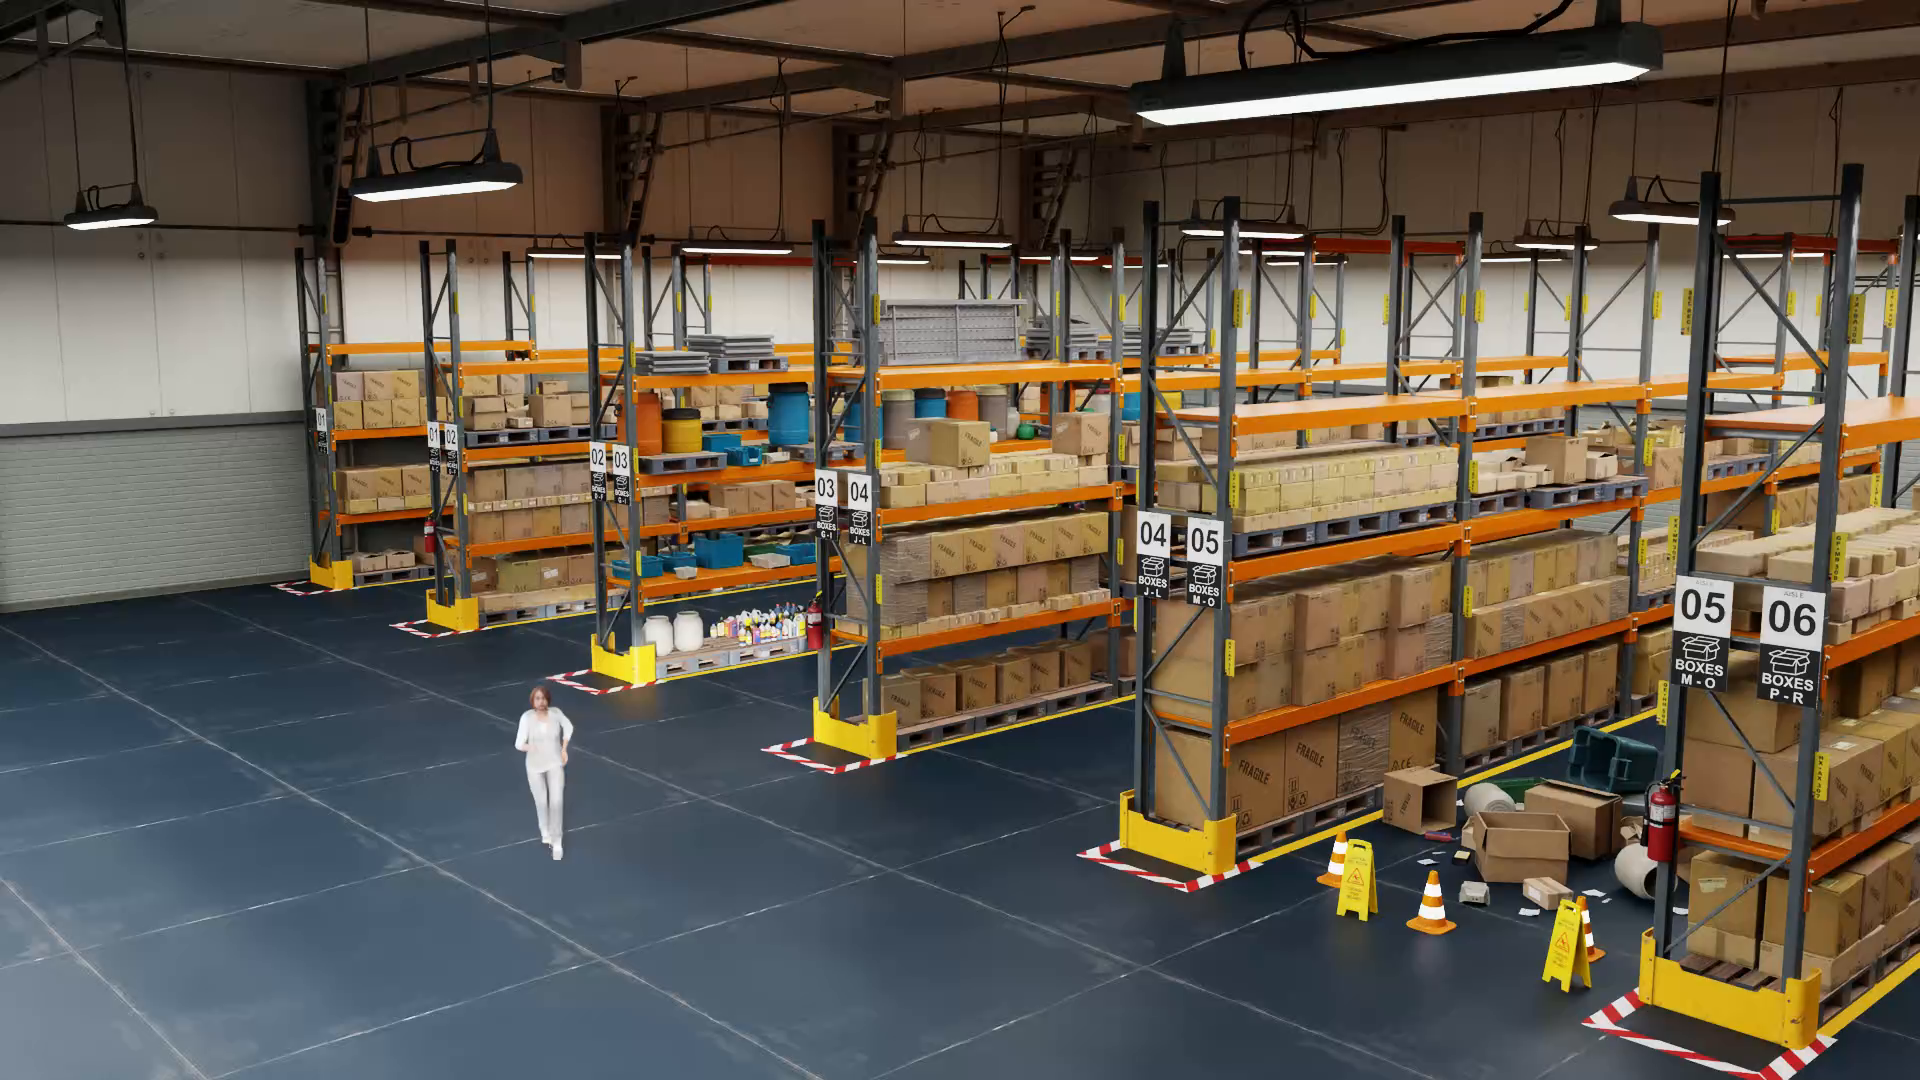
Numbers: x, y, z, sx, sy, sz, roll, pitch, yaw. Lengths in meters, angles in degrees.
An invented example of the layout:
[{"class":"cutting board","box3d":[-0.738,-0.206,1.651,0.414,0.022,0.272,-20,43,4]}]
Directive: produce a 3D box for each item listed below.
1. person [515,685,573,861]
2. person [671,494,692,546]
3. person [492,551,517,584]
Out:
[{"class":"person","box3d":[-3.840,2.140,15.393,0.513,1.634,0.702,-2,9,-12]},{"class":"person","box3d":[-5.237,-0.178,31.082,0.600,1.599,0.540,8,12,44]},{"class":"person","box3d":[-7.719,0.104,28.414,0.671,1.819,0.897,6,10,35]}]
